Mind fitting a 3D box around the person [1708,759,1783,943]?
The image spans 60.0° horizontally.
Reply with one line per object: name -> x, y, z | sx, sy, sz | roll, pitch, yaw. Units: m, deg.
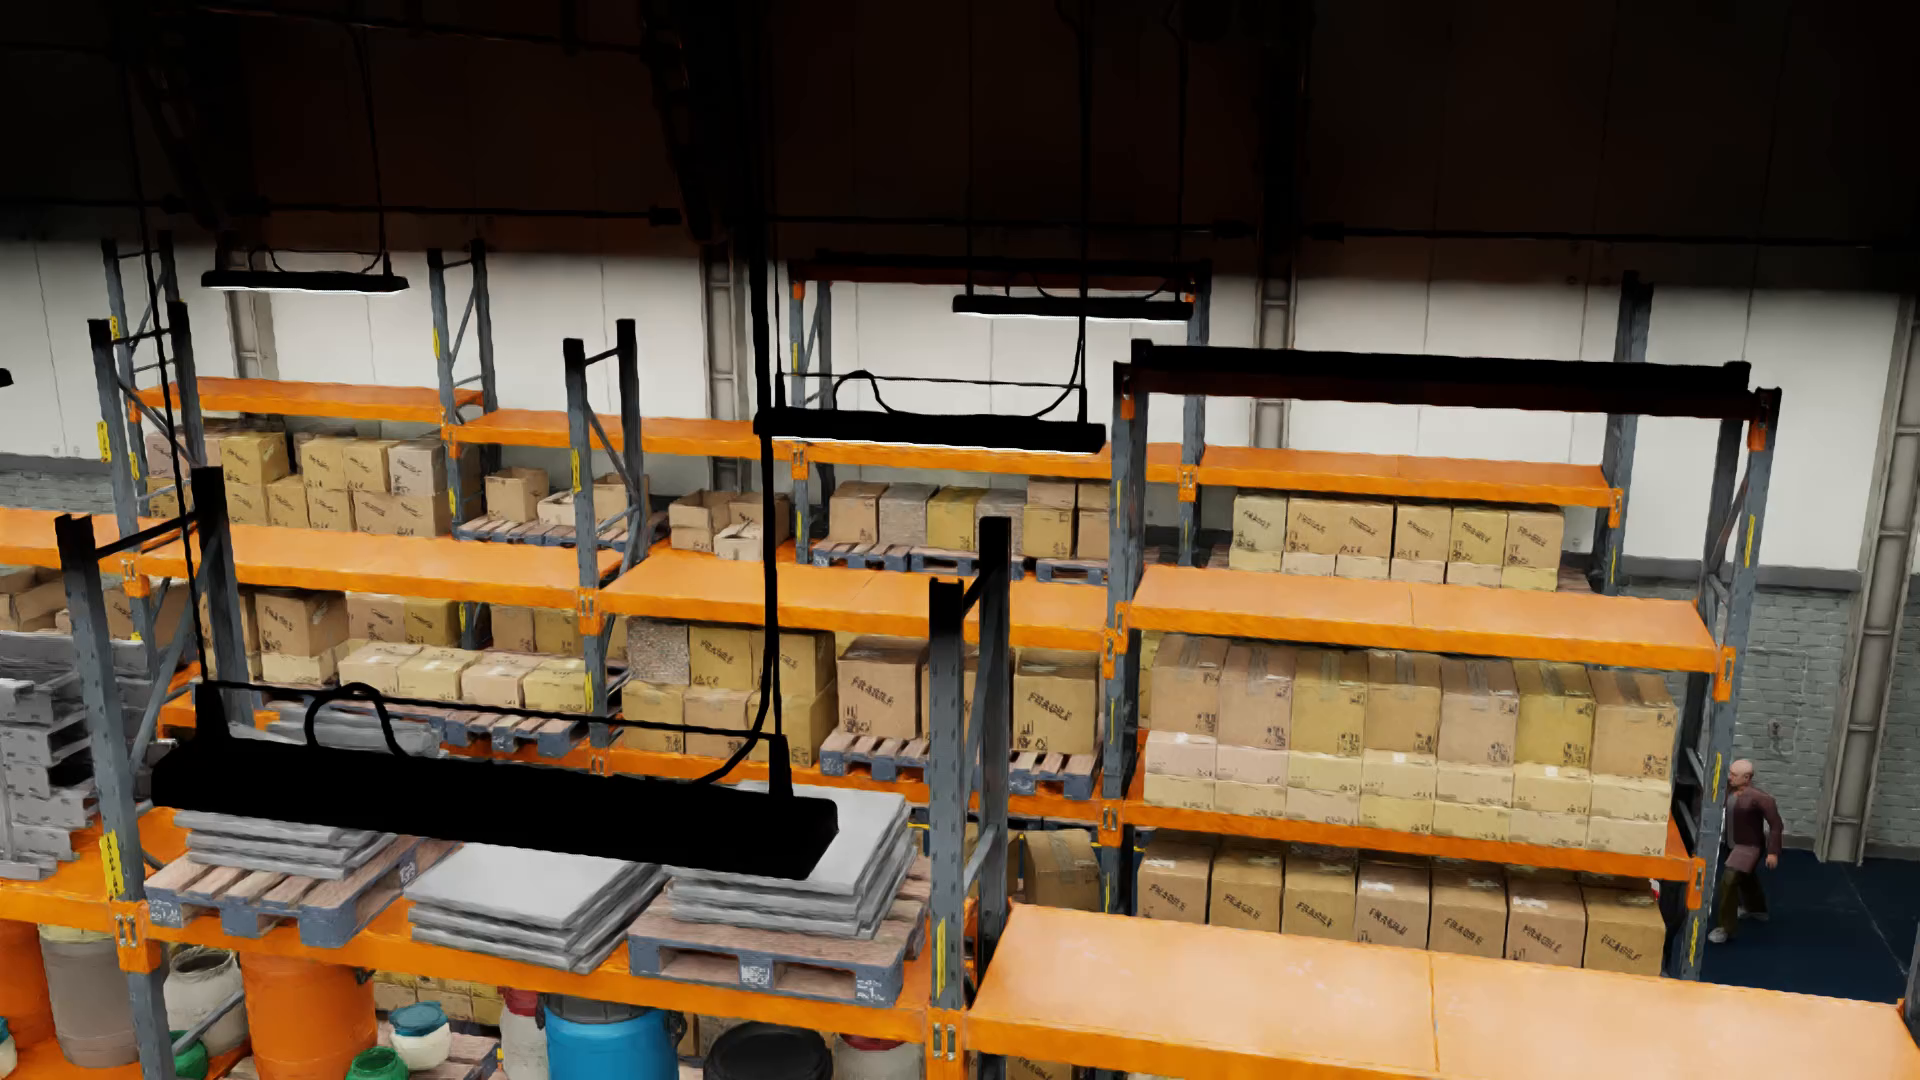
person -> 7.326, 2.847, 15.547 | 0.857, 1.719, 0.726 | -2, 16, -6
